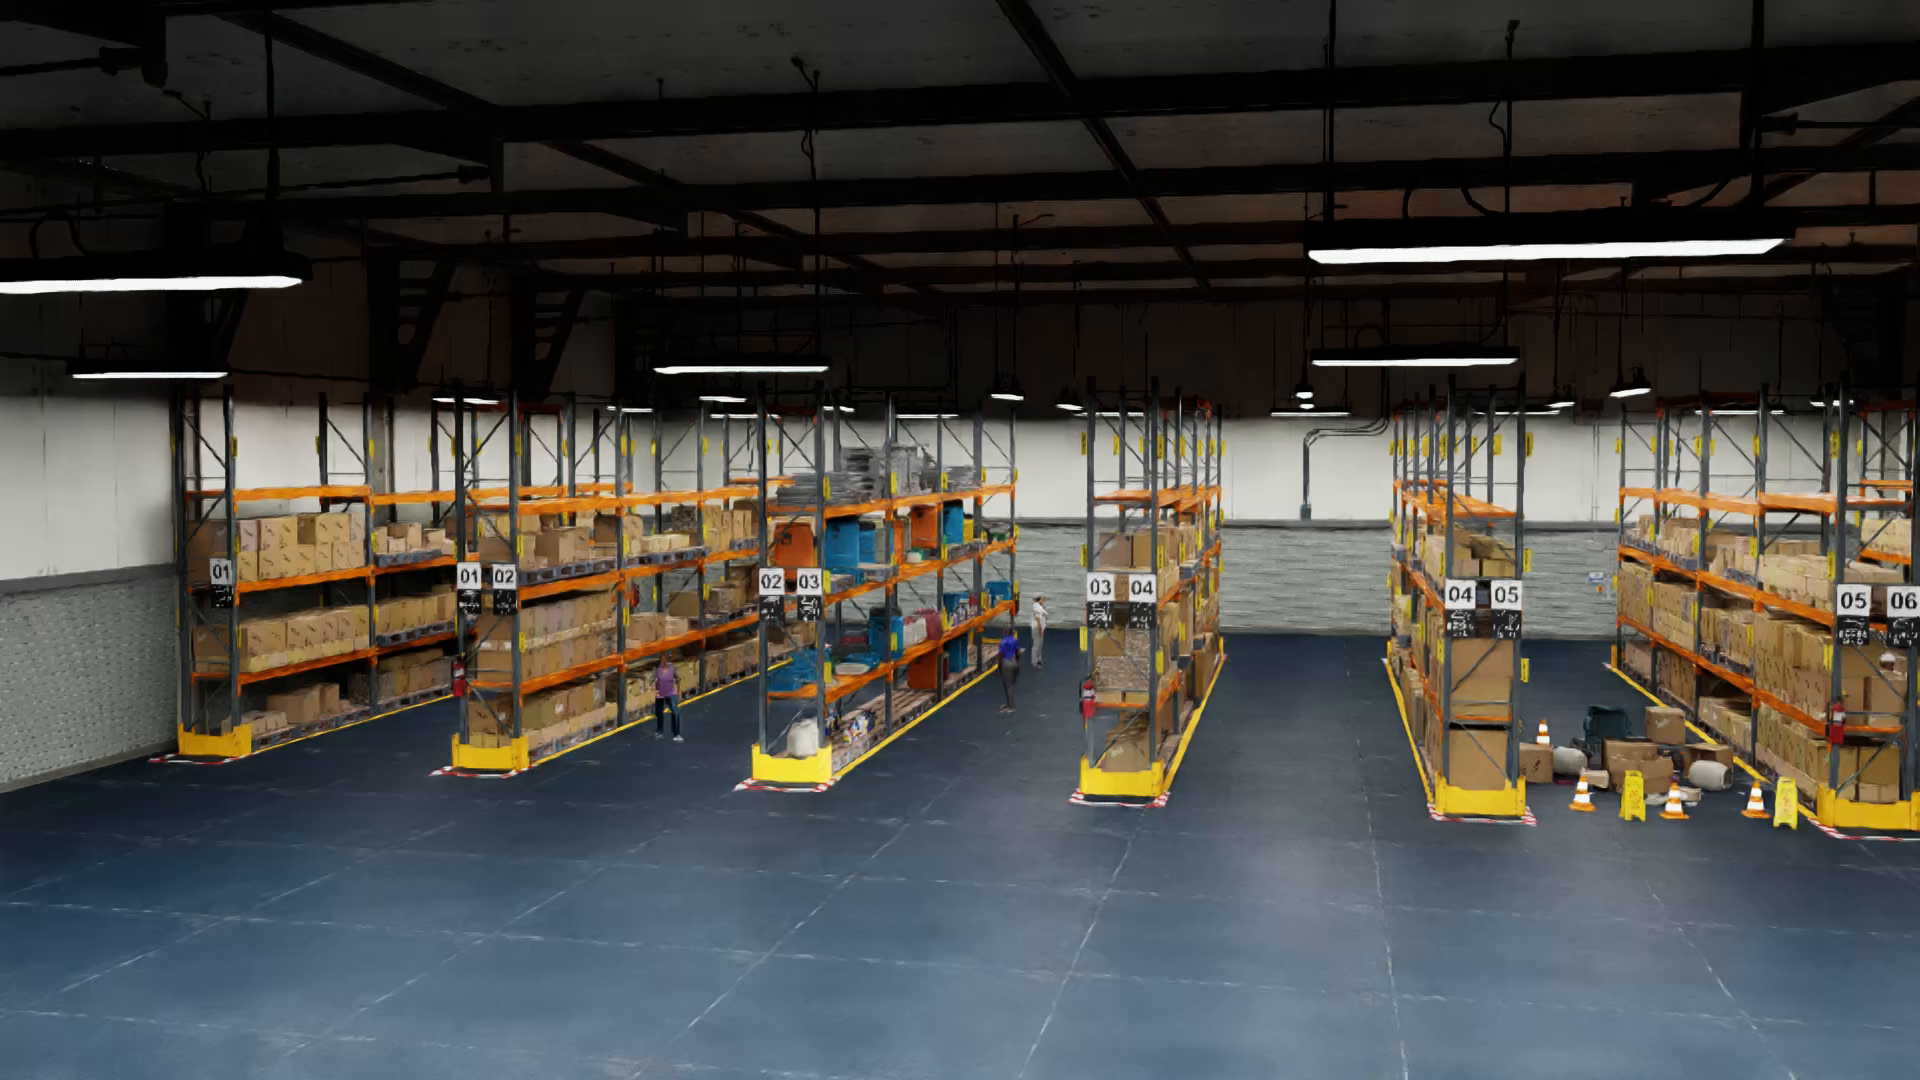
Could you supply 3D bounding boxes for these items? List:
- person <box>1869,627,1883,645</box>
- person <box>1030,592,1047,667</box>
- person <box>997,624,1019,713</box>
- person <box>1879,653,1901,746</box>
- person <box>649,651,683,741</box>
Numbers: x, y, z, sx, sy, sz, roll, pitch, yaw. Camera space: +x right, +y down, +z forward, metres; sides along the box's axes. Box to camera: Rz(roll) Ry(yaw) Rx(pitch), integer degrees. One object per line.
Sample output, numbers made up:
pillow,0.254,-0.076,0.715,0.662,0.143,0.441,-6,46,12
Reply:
person,20.617,2.023,37.529,0.557,1.777,0.639,-1,3,-18
person,1.795,2.028,38.015,0.390,1.669,0.629,0,3,4
person,0.906,2.404,31.424,0.538,1.652,0.555,3,4,43
person,14.477,2.645,26.074,0.497,1.765,0.625,3,4,43
person,-5.004,2.642,28.330,0.563,1.532,0.763,0,3,-7
